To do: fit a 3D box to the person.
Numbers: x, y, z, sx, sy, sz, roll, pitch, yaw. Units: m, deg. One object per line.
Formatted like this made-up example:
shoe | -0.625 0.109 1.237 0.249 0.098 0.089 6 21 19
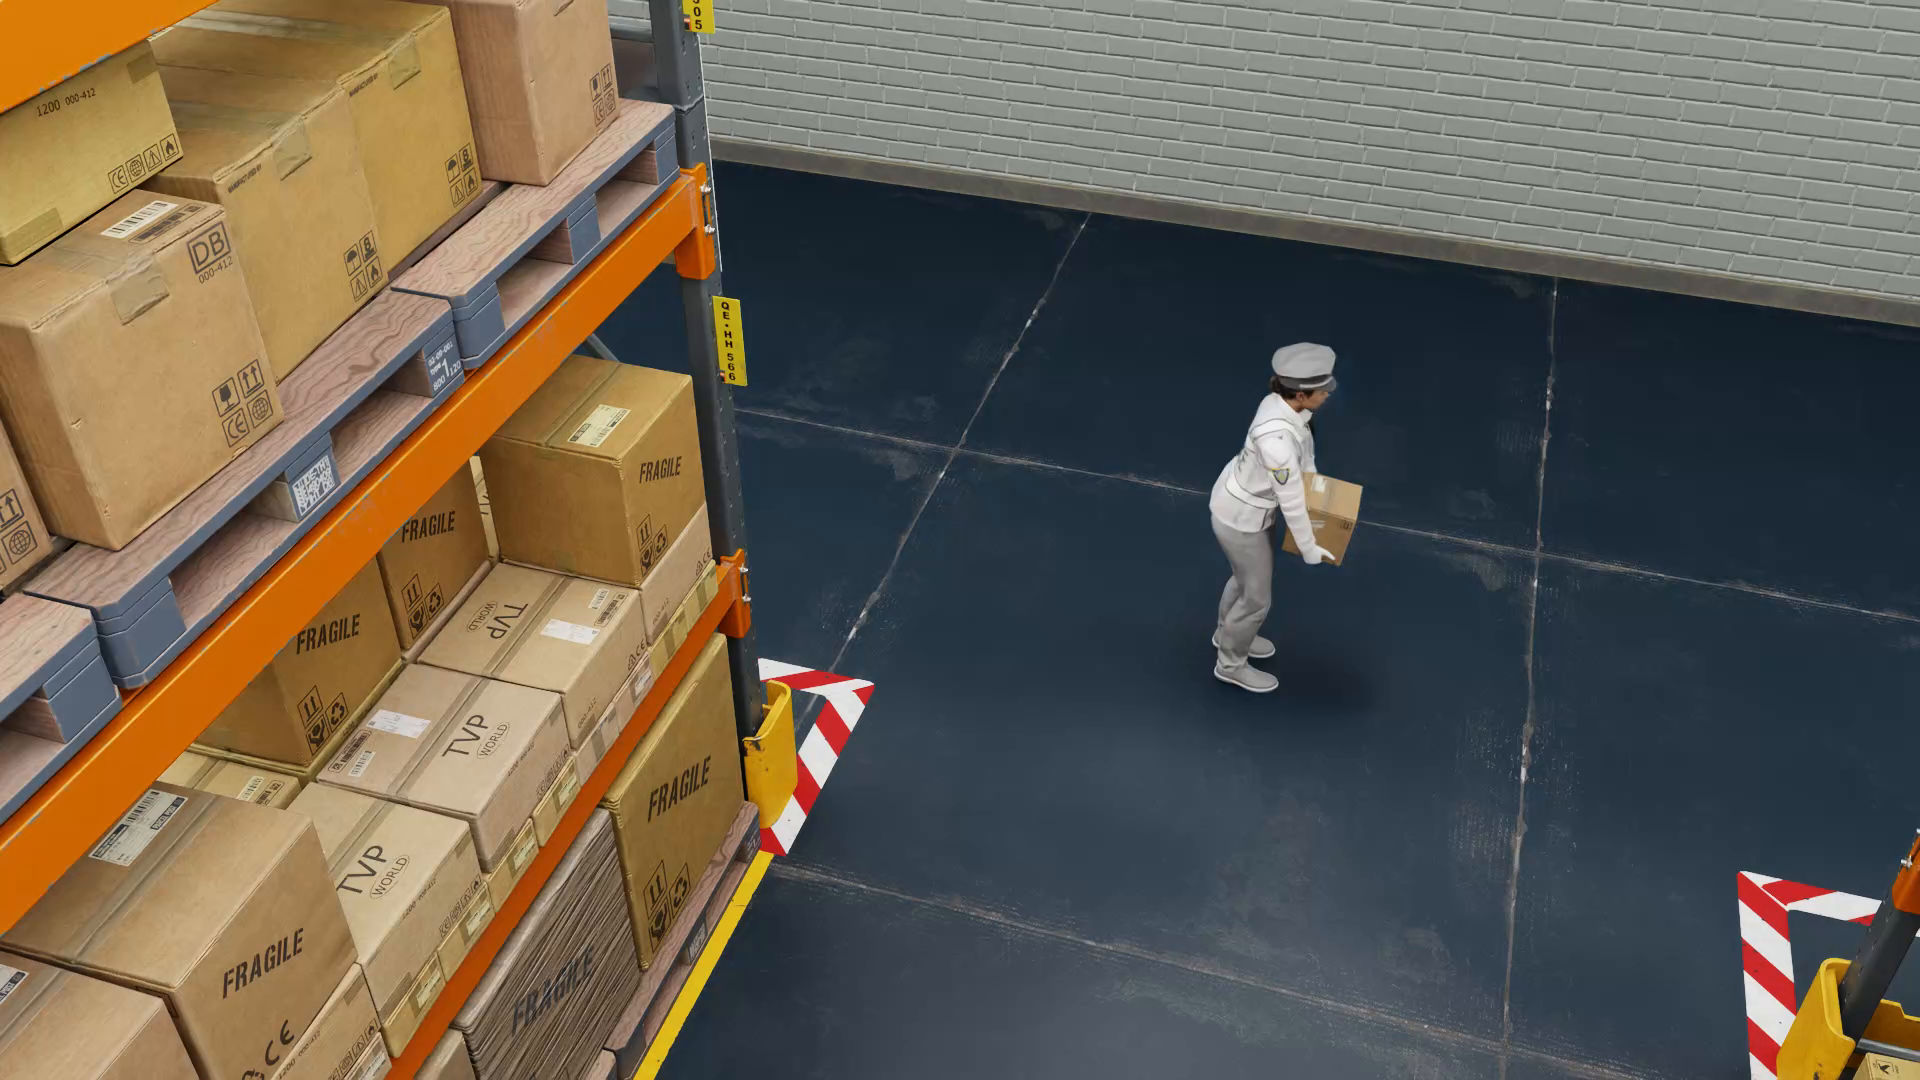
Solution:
person | 1.326 -0.083 7.019 0.550 1.648 0.414 10 38 13
